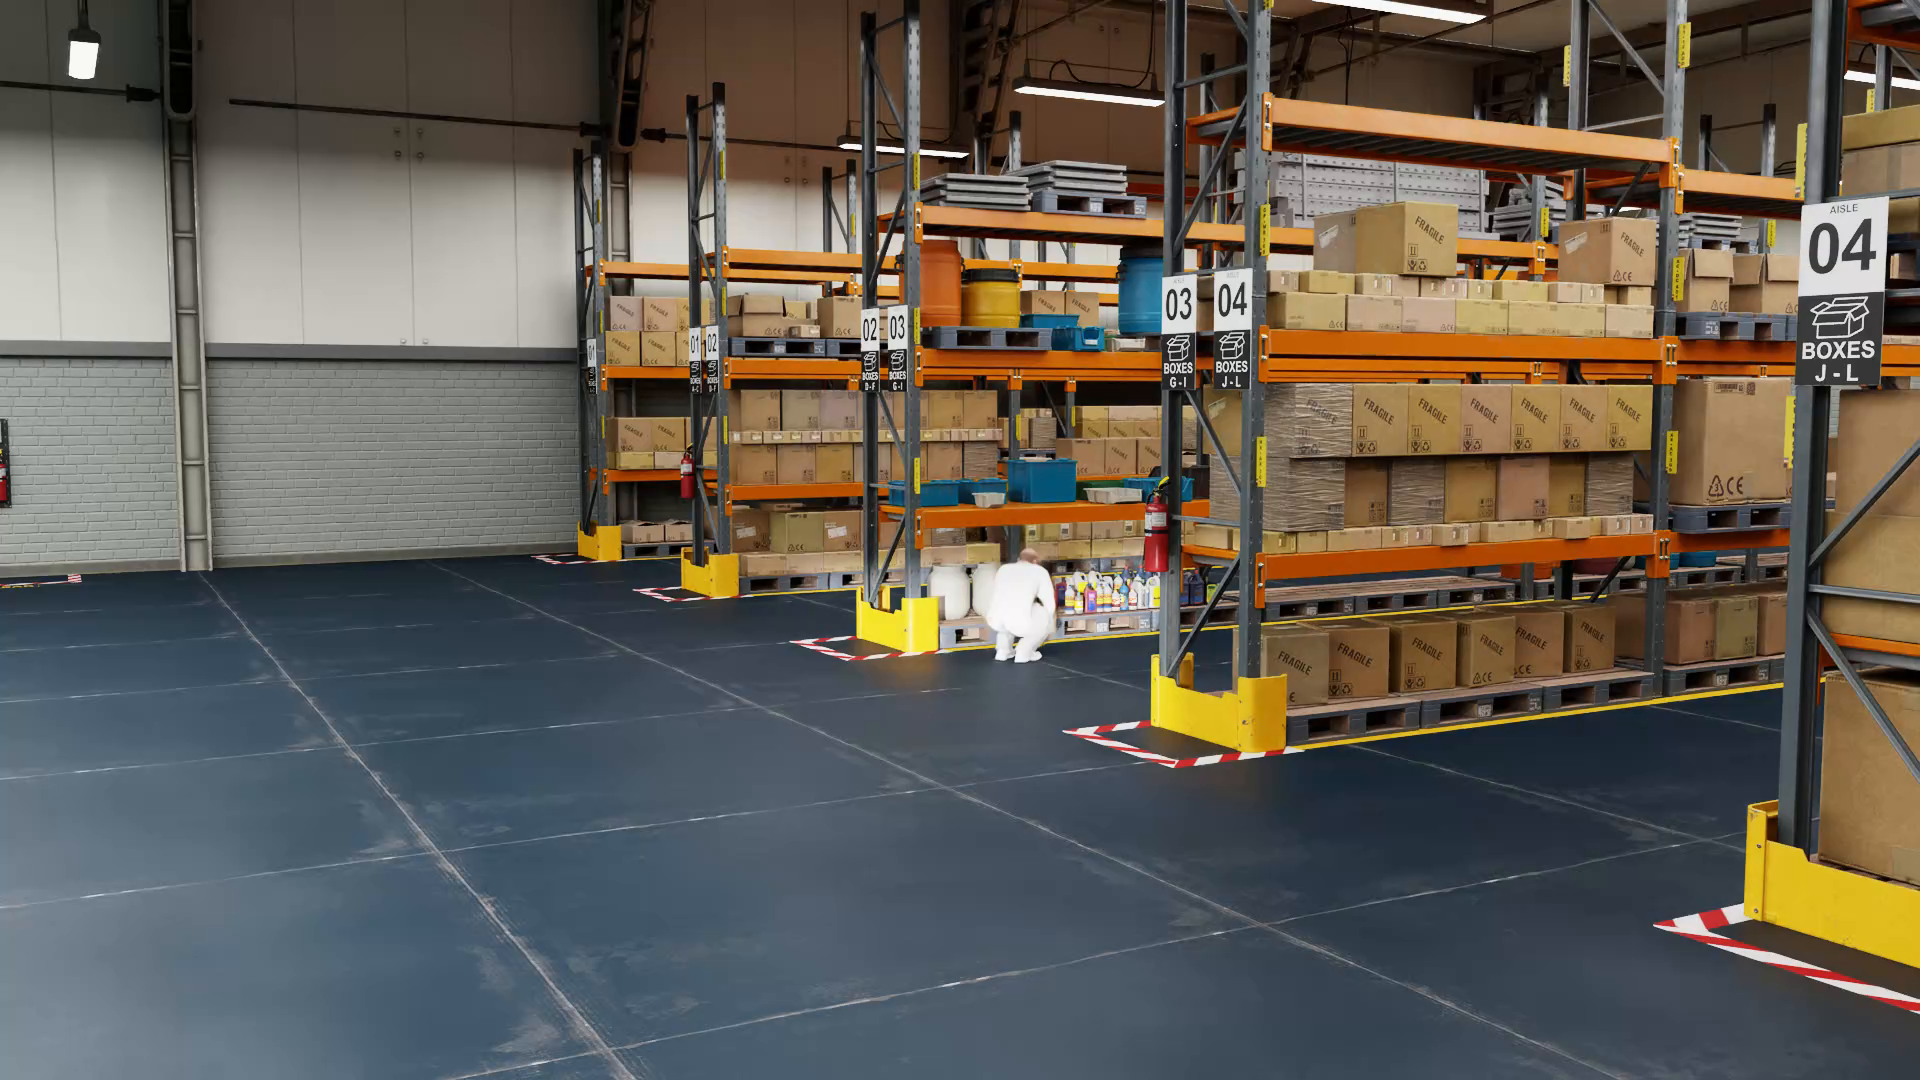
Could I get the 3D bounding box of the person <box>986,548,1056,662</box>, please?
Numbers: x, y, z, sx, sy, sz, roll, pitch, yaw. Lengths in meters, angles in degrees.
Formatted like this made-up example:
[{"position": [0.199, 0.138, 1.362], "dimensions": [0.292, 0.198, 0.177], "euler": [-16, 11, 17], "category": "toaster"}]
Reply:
[{"position": [0.573, 0.585, 15.085], "dimensions": [0.592, 0.977, 0.930], "euler": [3, 6, 29], "category": "person"}]
